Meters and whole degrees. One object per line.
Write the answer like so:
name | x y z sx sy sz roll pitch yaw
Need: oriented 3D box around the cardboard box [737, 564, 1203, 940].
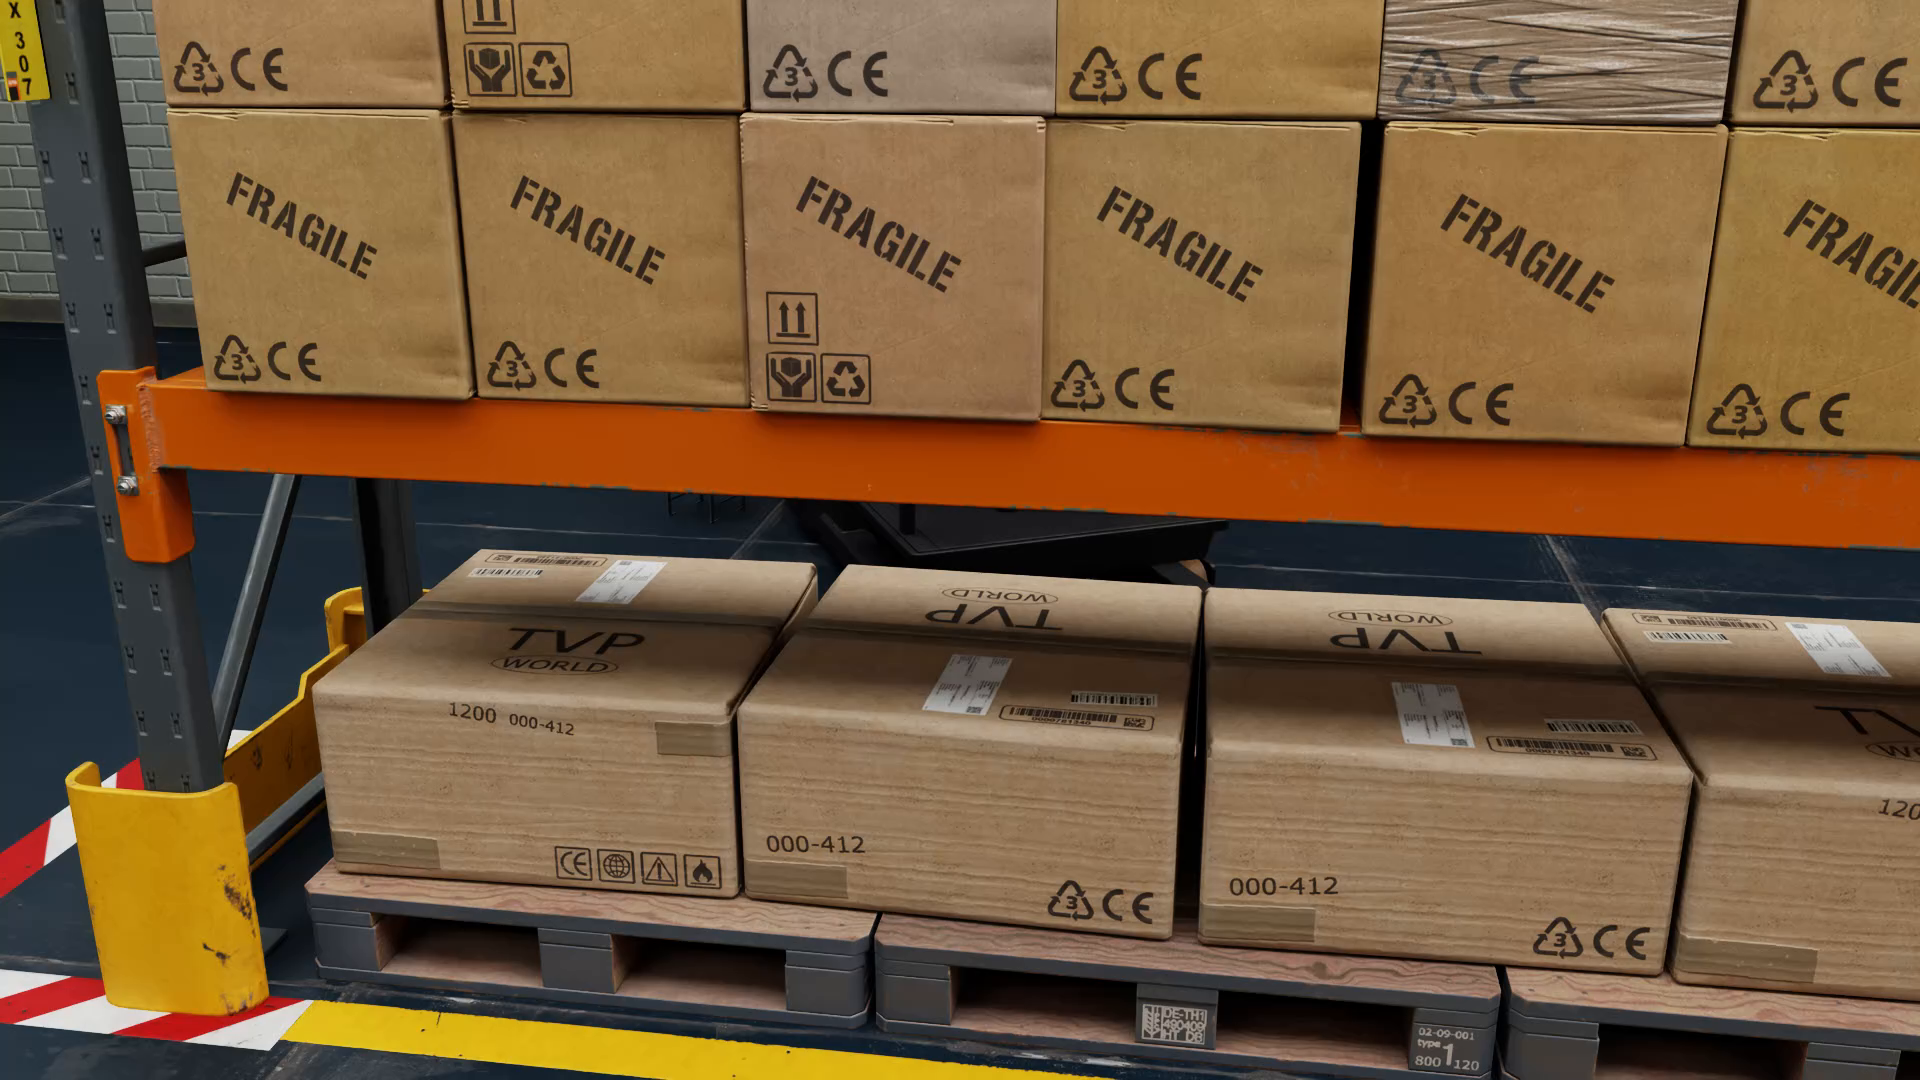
cardboard box | 0.066 0.425 3.682 0.875 0.438 0.875 3 19 10

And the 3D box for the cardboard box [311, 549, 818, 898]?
cardboard box | -0.839 0.381 3.812 0.875 0.438 0.875 2 19 7

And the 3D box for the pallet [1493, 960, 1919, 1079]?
pallet | 1.704 0.825 3.506 1.213 0.211 1.003 3 19 9

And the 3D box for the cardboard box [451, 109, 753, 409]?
cardboard box | -0.574 -0.553 3.071 0.500 0.500 0.500 3 19 8

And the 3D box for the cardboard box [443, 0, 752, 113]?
cardboard box | -0.567 -1.021 2.893 0.500 0.500 0.500 2 19 7

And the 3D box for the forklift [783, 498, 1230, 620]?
forklift | 0.210 -1.203 5.281 1.130 2.935 3.031 -6 20 -19

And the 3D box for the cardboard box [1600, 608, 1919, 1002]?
cardboard box | 1.840 0.516 3.411 0.875 0.438 0.875 3 19 8

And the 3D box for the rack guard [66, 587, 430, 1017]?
rack guard | -1.530 0.548 3.878 0.348 0.500 1.175 3 19 9

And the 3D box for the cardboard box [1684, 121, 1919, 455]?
cardboard box | 1.435 -0.450 2.763 0.500 0.500 0.500 2 19 7

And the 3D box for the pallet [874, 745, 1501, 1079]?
pallet | 0.496 0.764 3.687 1.213 0.211 1.003 3 19 9

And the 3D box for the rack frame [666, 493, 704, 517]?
rack frame | -1.102 -0.554 6.541 0.006 0.900 0.240 9 20 25

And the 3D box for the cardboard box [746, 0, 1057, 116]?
cardboard box | -0.057 -0.997 2.823 0.500 0.500 0.500 3 19 8

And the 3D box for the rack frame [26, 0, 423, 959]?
rack frame | -1.507 -0.636 3.478 0.127 3.000 1.000 3 19 9

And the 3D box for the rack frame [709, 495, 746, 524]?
rack frame | -0.919 -0.525 6.455 0.006 0.900 0.240 9 20 25

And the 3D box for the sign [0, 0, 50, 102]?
sign | -1.600 -0.911 2.809 0.005 0.325 0.100 3 19 9

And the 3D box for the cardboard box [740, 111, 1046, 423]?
cardboard box | -0.075 -0.522 2.977 0.500 0.500 0.500 3 19 8

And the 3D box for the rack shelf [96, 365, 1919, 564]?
rack shelf | 0.468 -0.195 3.291 4.000 0.370 1.077 3 19 9

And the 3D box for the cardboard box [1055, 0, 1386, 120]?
cardboard box | 0.436 -0.972 2.749 0.500 0.500 0.500 3 19 9

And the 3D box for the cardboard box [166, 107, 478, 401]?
cardboard box | -1.078 -0.570 3.121 0.500 0.500 0.500 3 19 8

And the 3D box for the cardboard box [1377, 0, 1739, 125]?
cardboard box | 0.929 -0.945 2.666 0.500 0.500 0.500 3 19 9

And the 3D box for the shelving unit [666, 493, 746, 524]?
shelving unit | -1.010 -0.540 6.498 0.210 0.900 0.258 9 20 25

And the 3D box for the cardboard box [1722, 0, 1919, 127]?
cardboard box | 1.433 -0.922 2.598 0.500 0.500 0.500 3 19 8

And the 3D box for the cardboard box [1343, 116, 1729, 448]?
cardboard box | 0.937 -0.471 2.825 0.500 0.500 0.500 3 19 8

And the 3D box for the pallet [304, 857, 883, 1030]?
pallet | -0.705 0.702 3.873 1.213 0.211 1.003 3 19 9

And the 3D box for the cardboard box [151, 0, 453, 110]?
cardboard box | -1.078 -1.045 2.964 0.500 0.500 0.500 3 19 7

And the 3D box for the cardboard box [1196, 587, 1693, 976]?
cardboard box | 0.956 0.471 3.545 0.875 0.438 0.875 2 19 7

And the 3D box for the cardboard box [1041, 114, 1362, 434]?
cardboard box | 0.422 -0.502 2.918 0.500 0.500 0.500 4 19 10
